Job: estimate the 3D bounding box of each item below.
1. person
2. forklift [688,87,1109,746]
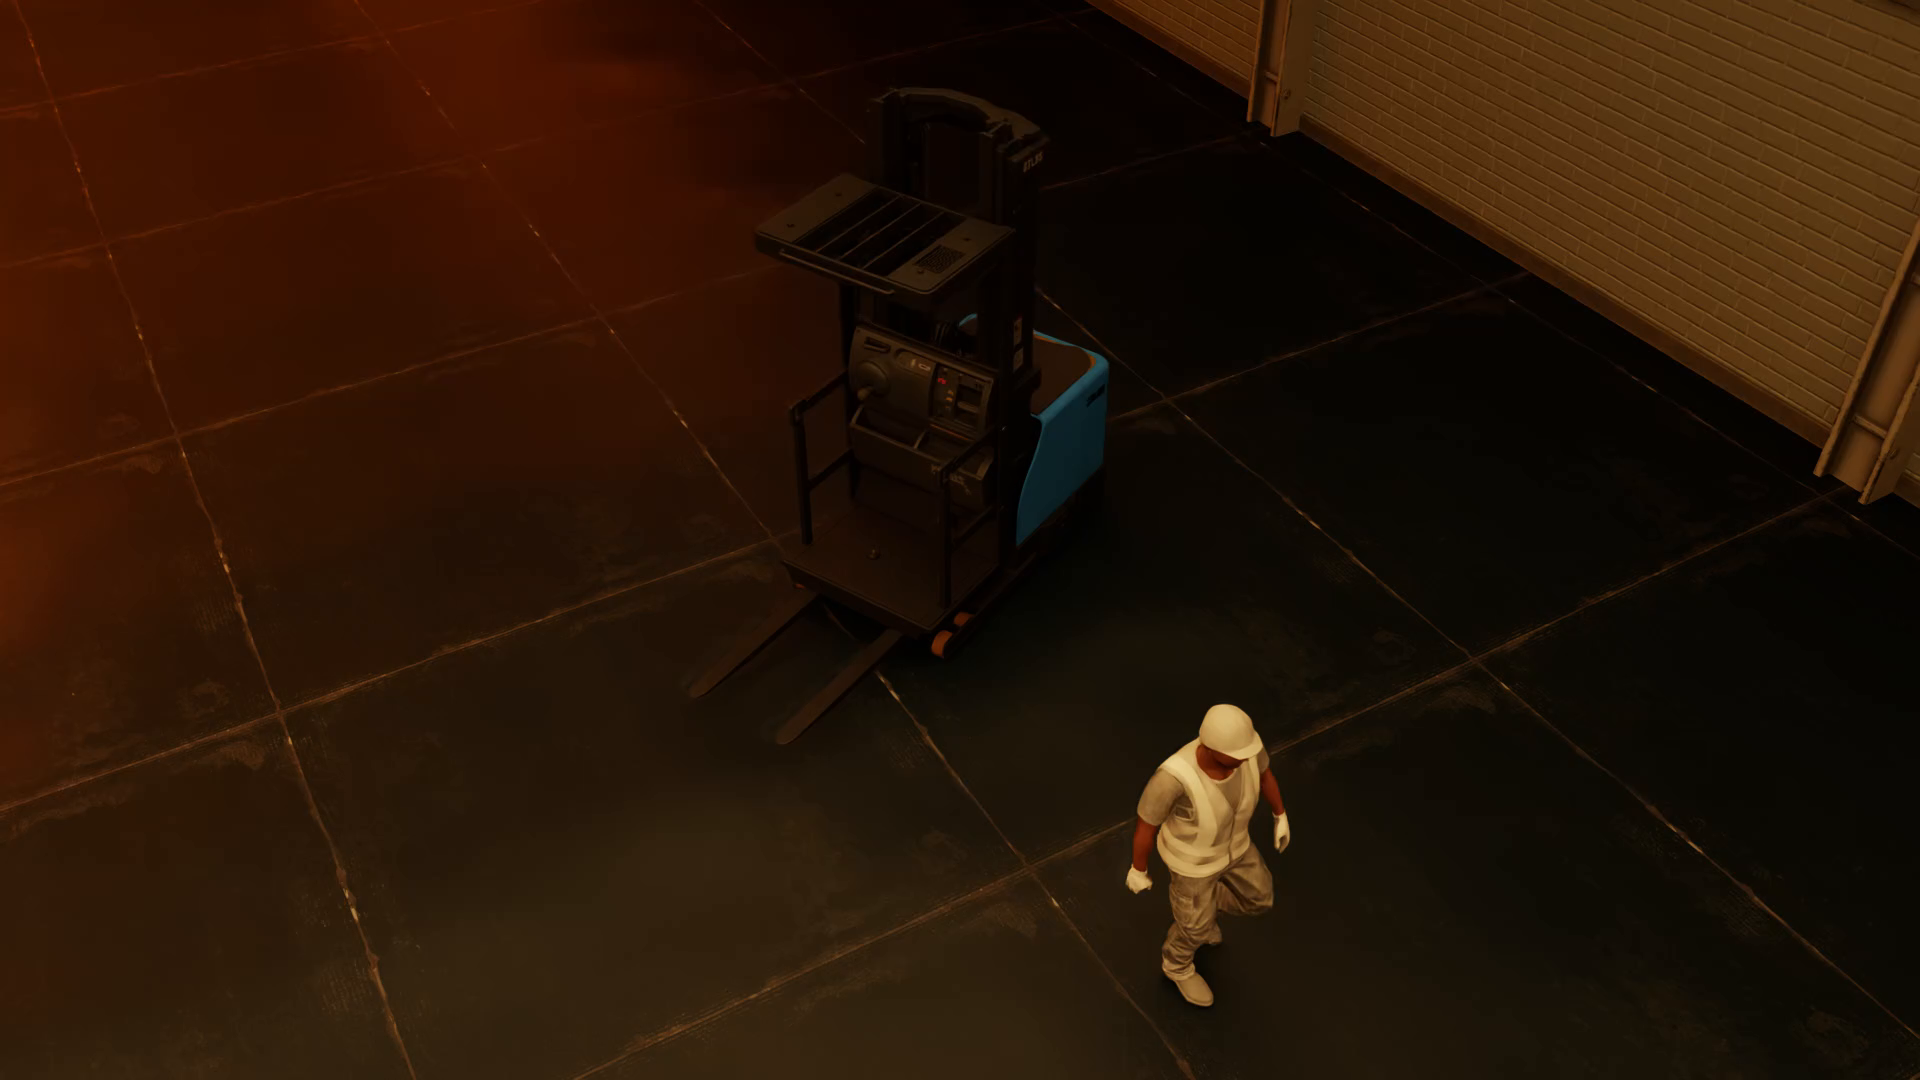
[{"bbox_3d":[1.106,1.360,7.312,0.748,1.764,0.483,-28,47,-29],"label":"person"},{"bbox_3d":[-0.338,-0.799,8.999,1.130,2.935,3.031,24,45,26],"label":"forklift"}]
